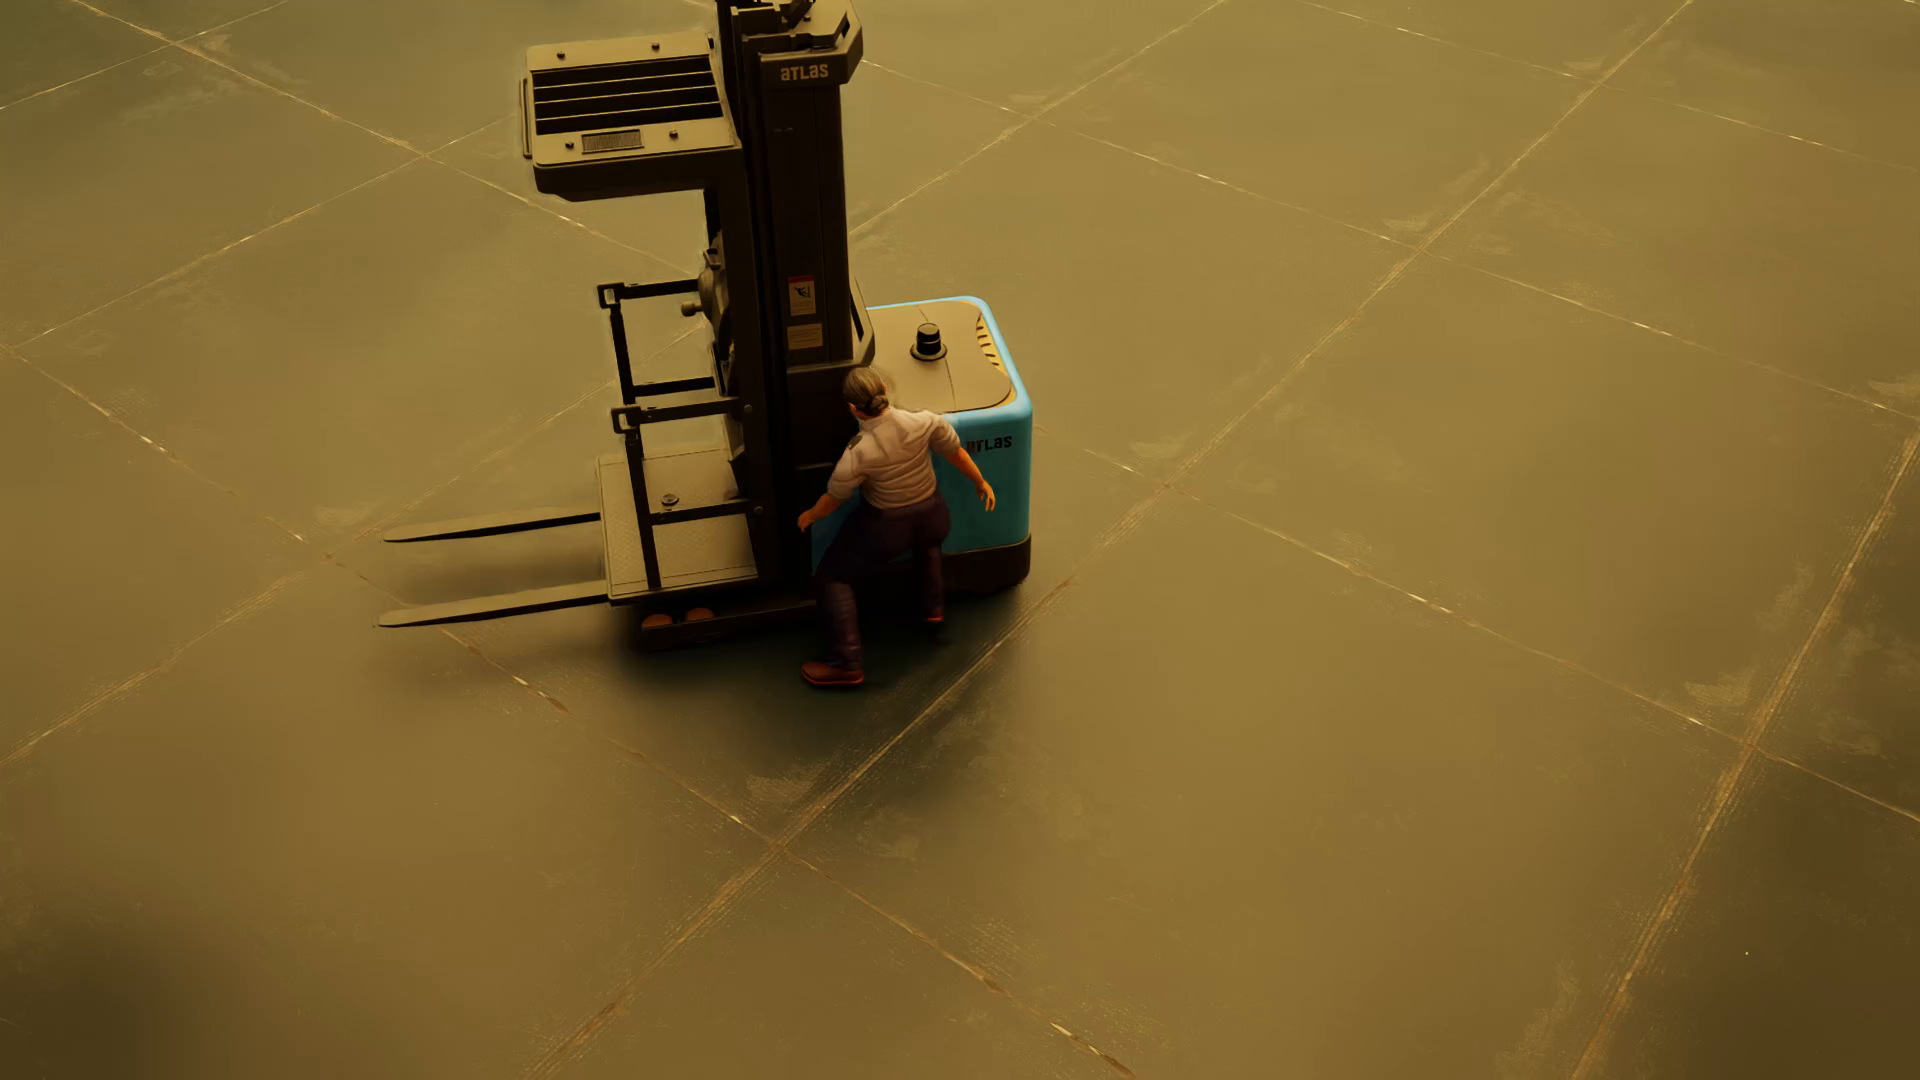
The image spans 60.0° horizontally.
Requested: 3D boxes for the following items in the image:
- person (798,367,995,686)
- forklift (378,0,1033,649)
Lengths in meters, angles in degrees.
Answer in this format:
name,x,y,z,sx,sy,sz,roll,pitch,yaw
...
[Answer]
name,x,y,z,sx,sy,sz,roll,pitch,yaw
person,-0.321,-0.107,7.321,0.964,1.552,0.569,-16,43,-18
forklift,-1.233,-0.984,7.229,3.031,2.935,1.130,-8,41,-10
